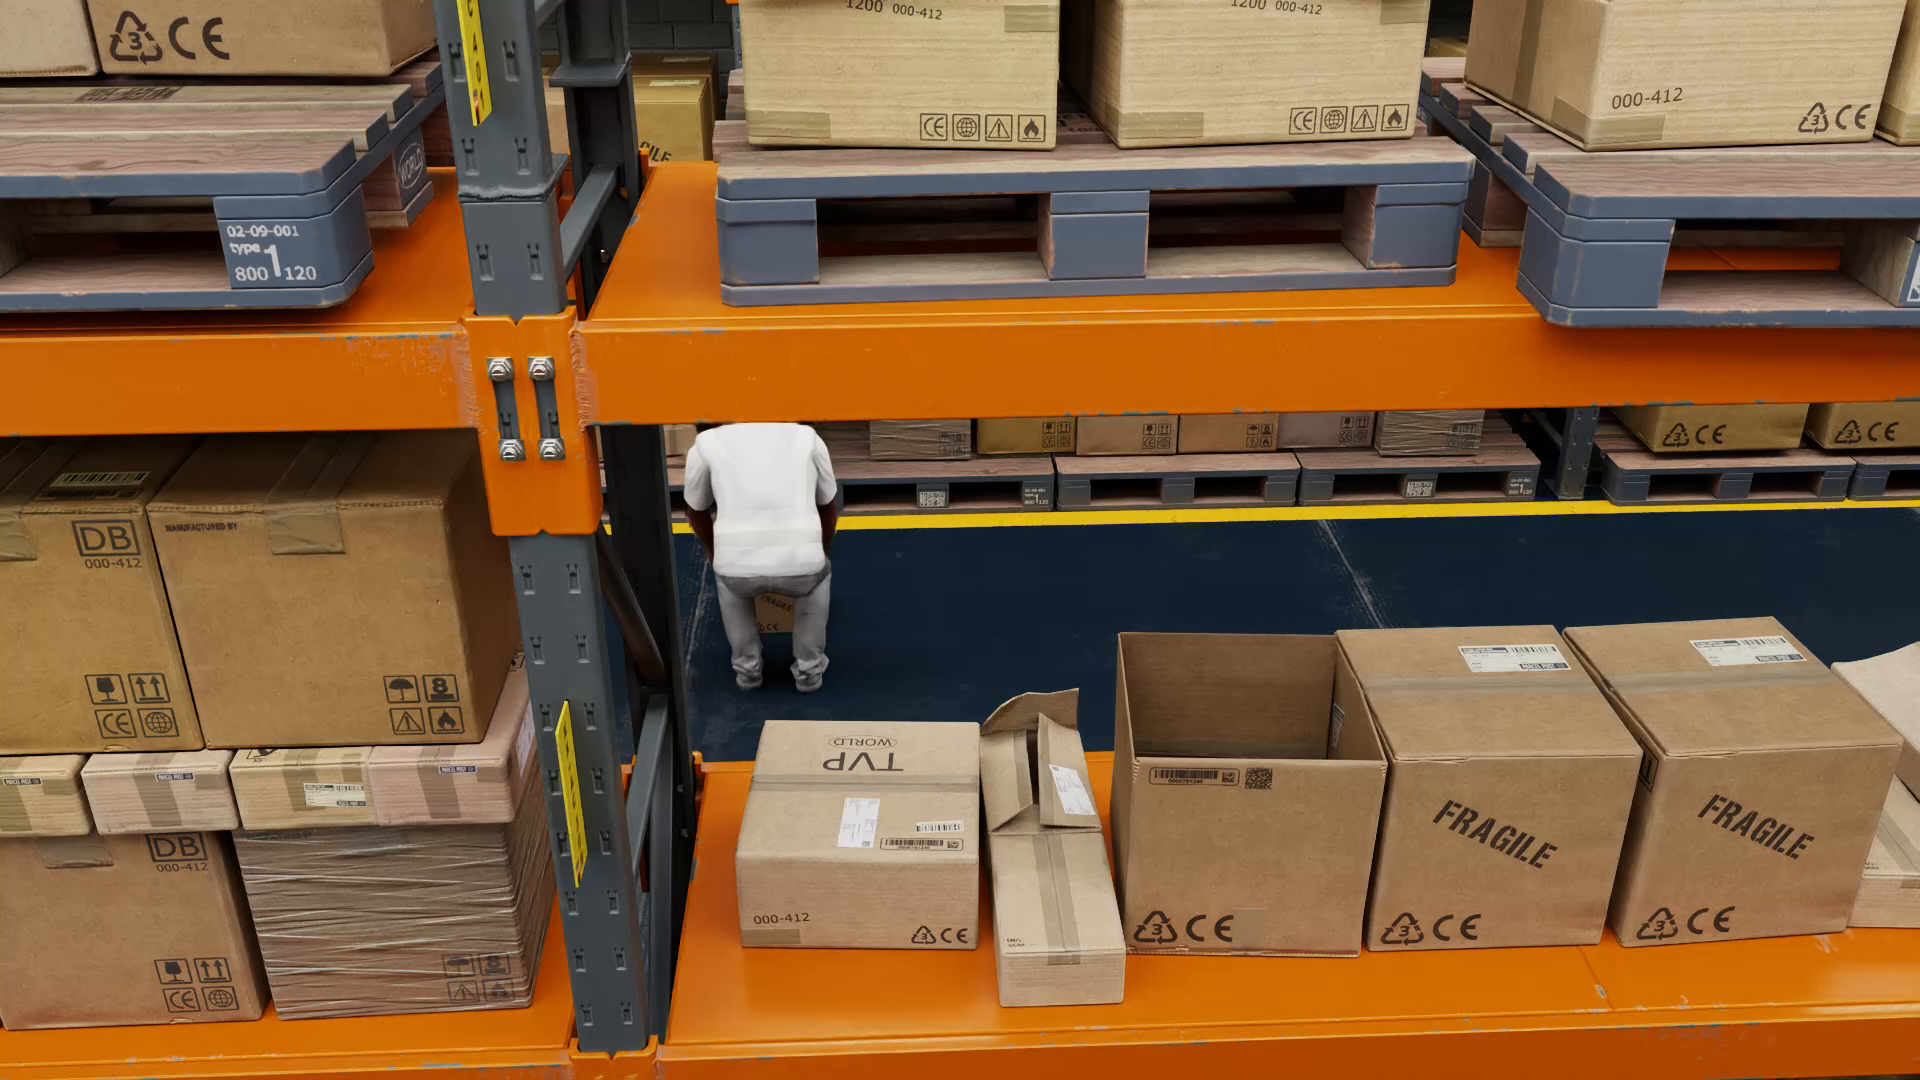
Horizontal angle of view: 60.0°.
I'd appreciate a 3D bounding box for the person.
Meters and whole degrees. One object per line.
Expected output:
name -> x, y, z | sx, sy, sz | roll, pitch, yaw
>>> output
person -> -0.805, -0.002, 6.719 | 0.619, 1.196, 0.847 | -1, 27, -3
